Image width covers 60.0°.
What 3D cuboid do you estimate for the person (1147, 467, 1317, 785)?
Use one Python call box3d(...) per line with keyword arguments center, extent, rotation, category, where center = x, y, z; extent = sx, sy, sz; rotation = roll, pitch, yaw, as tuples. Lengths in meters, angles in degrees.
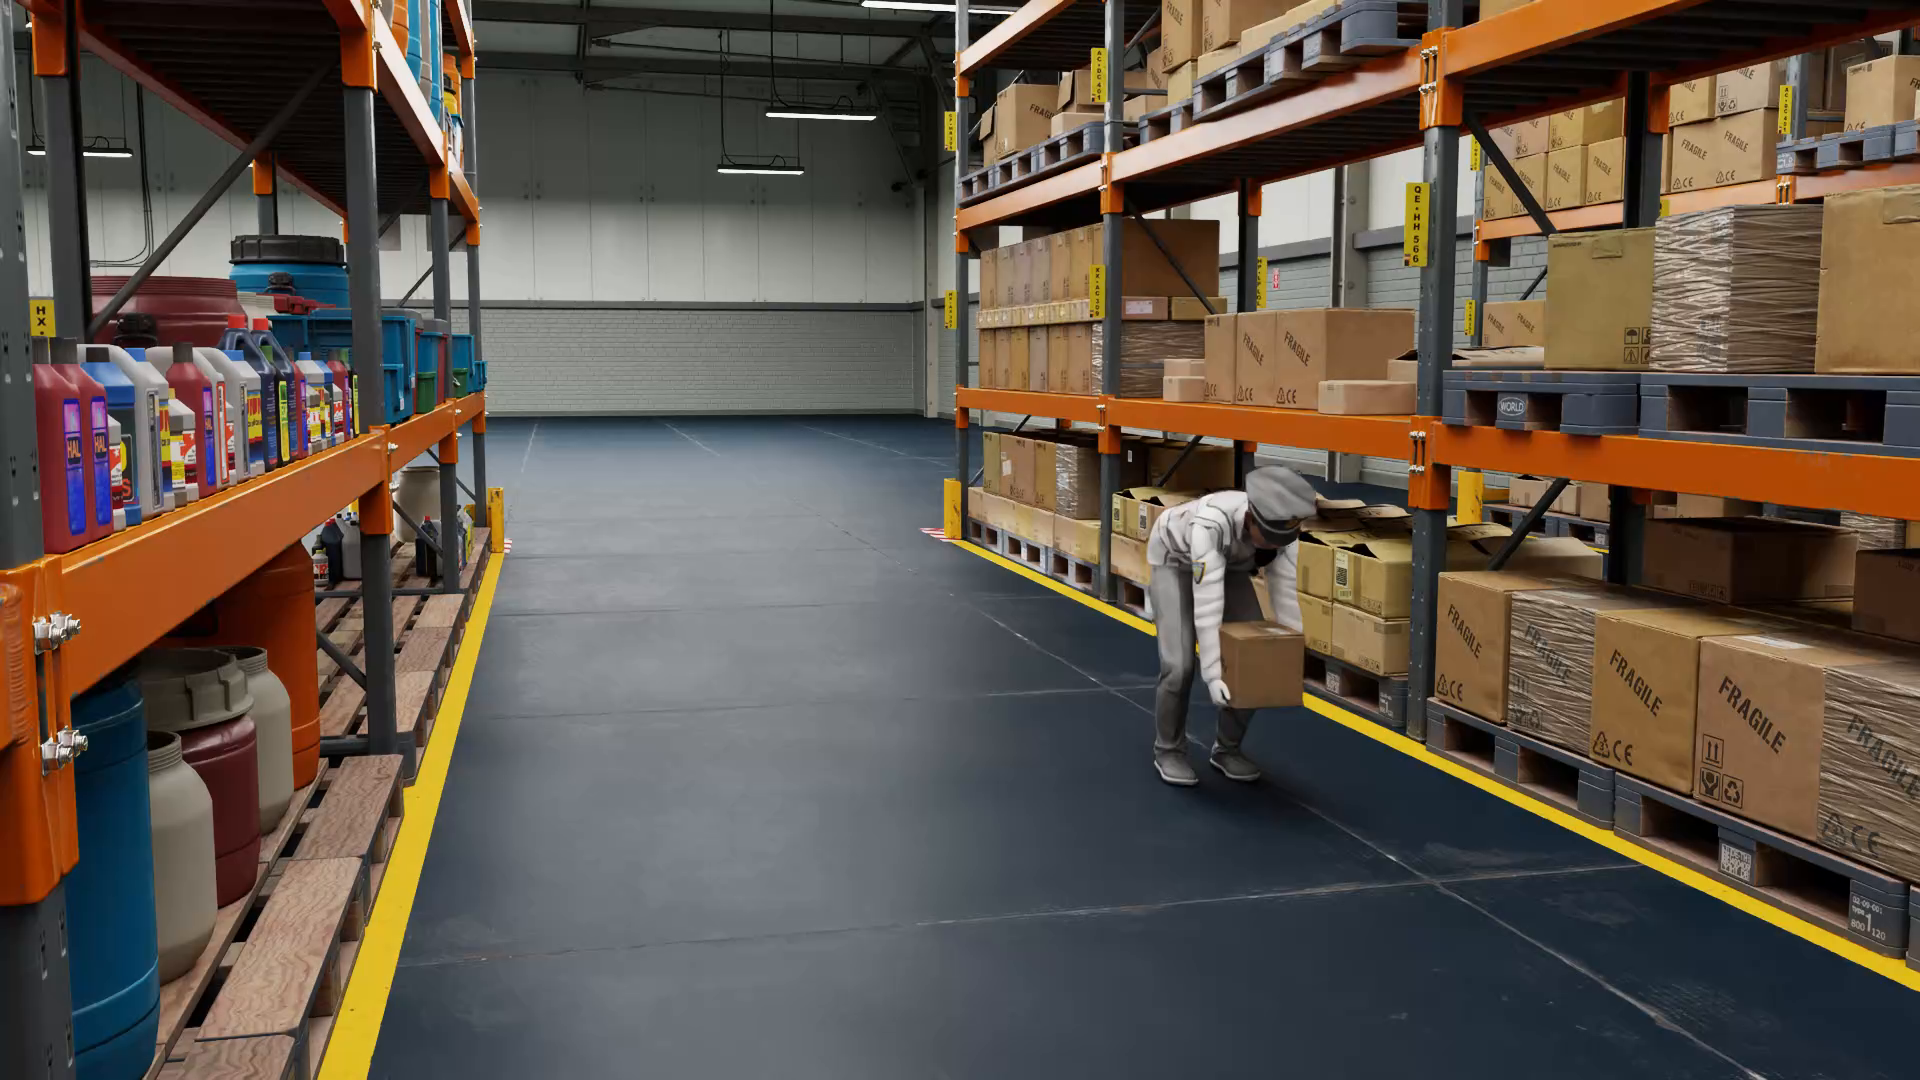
box3d(center=(0.971, 0.317, 5.975), extent=(0.433, 1.191, 0.908), rotation=(-2, 6, -16), category="person")
